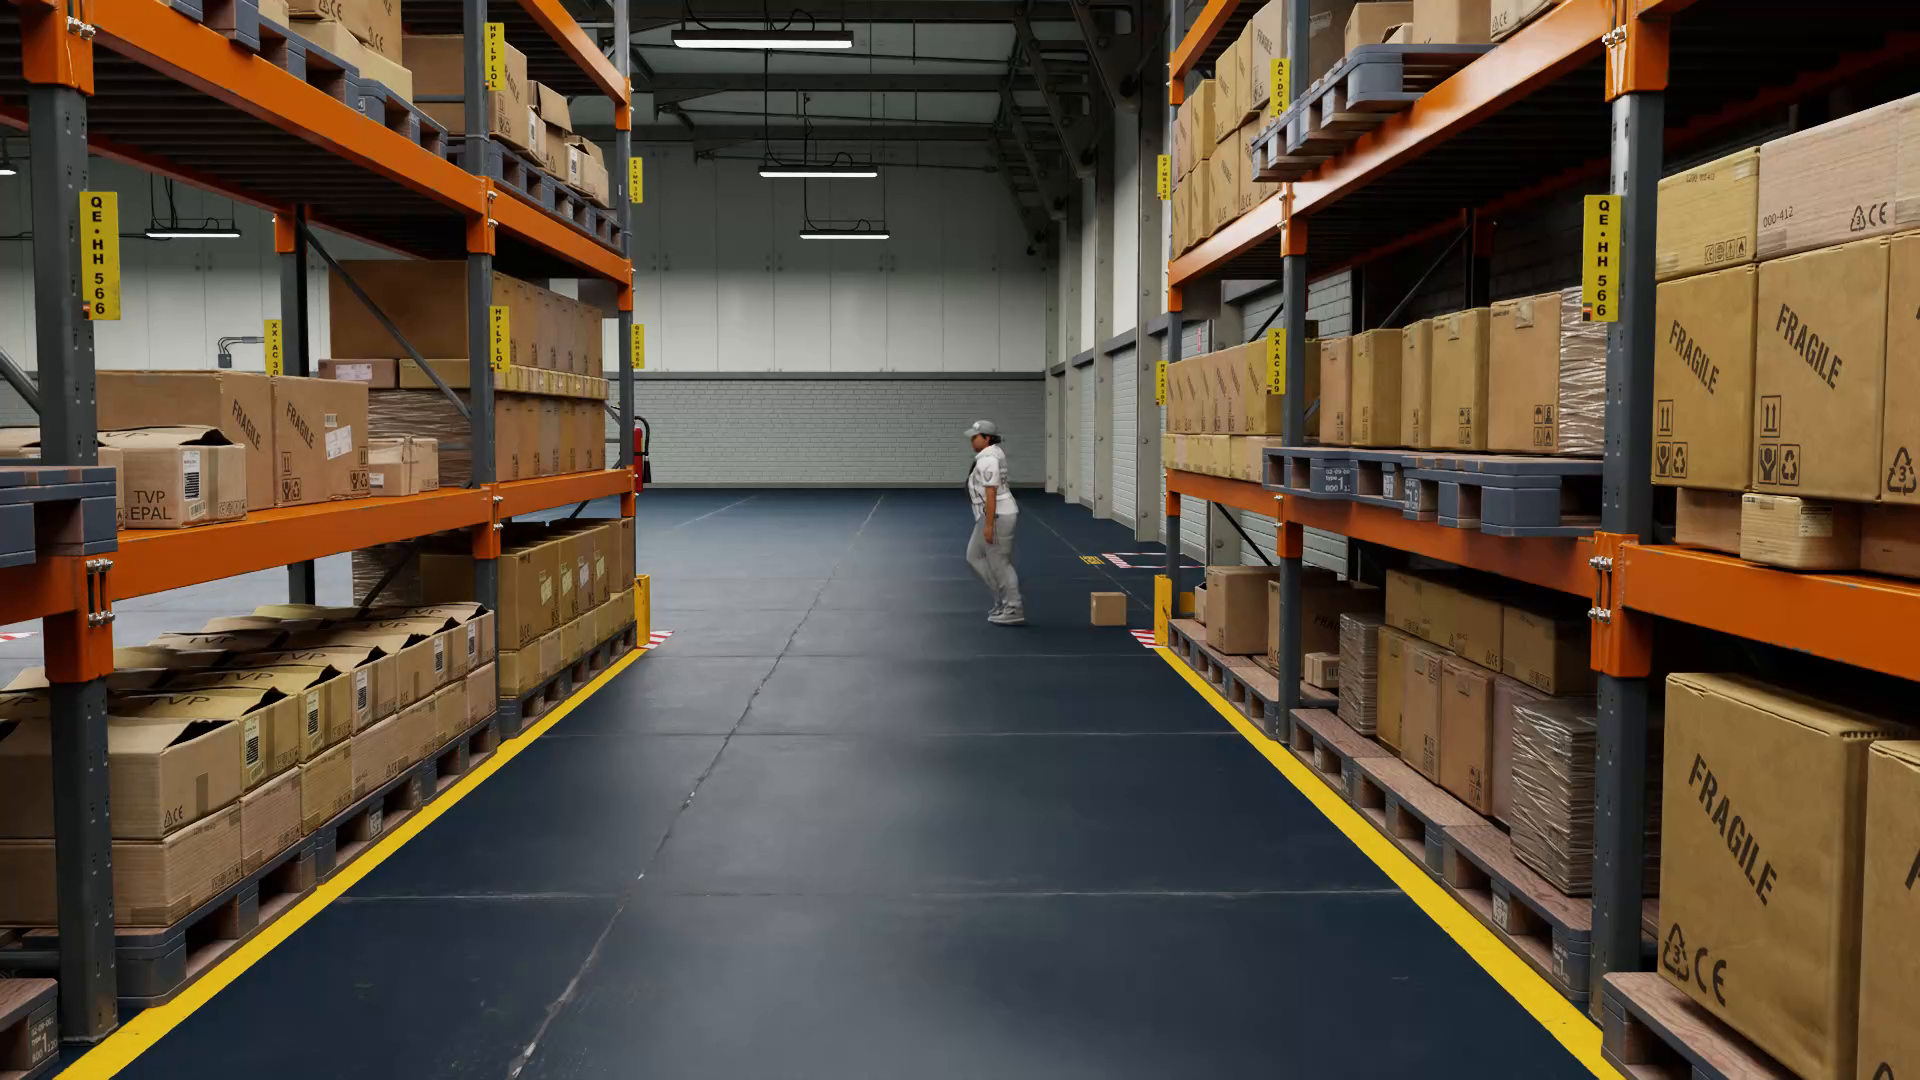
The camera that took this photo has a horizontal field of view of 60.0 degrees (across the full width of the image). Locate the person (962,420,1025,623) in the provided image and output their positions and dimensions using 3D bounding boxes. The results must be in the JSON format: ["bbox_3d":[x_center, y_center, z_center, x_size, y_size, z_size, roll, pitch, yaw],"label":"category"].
[{"bbox_3d":[0.271,-0.149,13.488,0.502,1.647,0.528,0,4,4],"label":"person"}]
